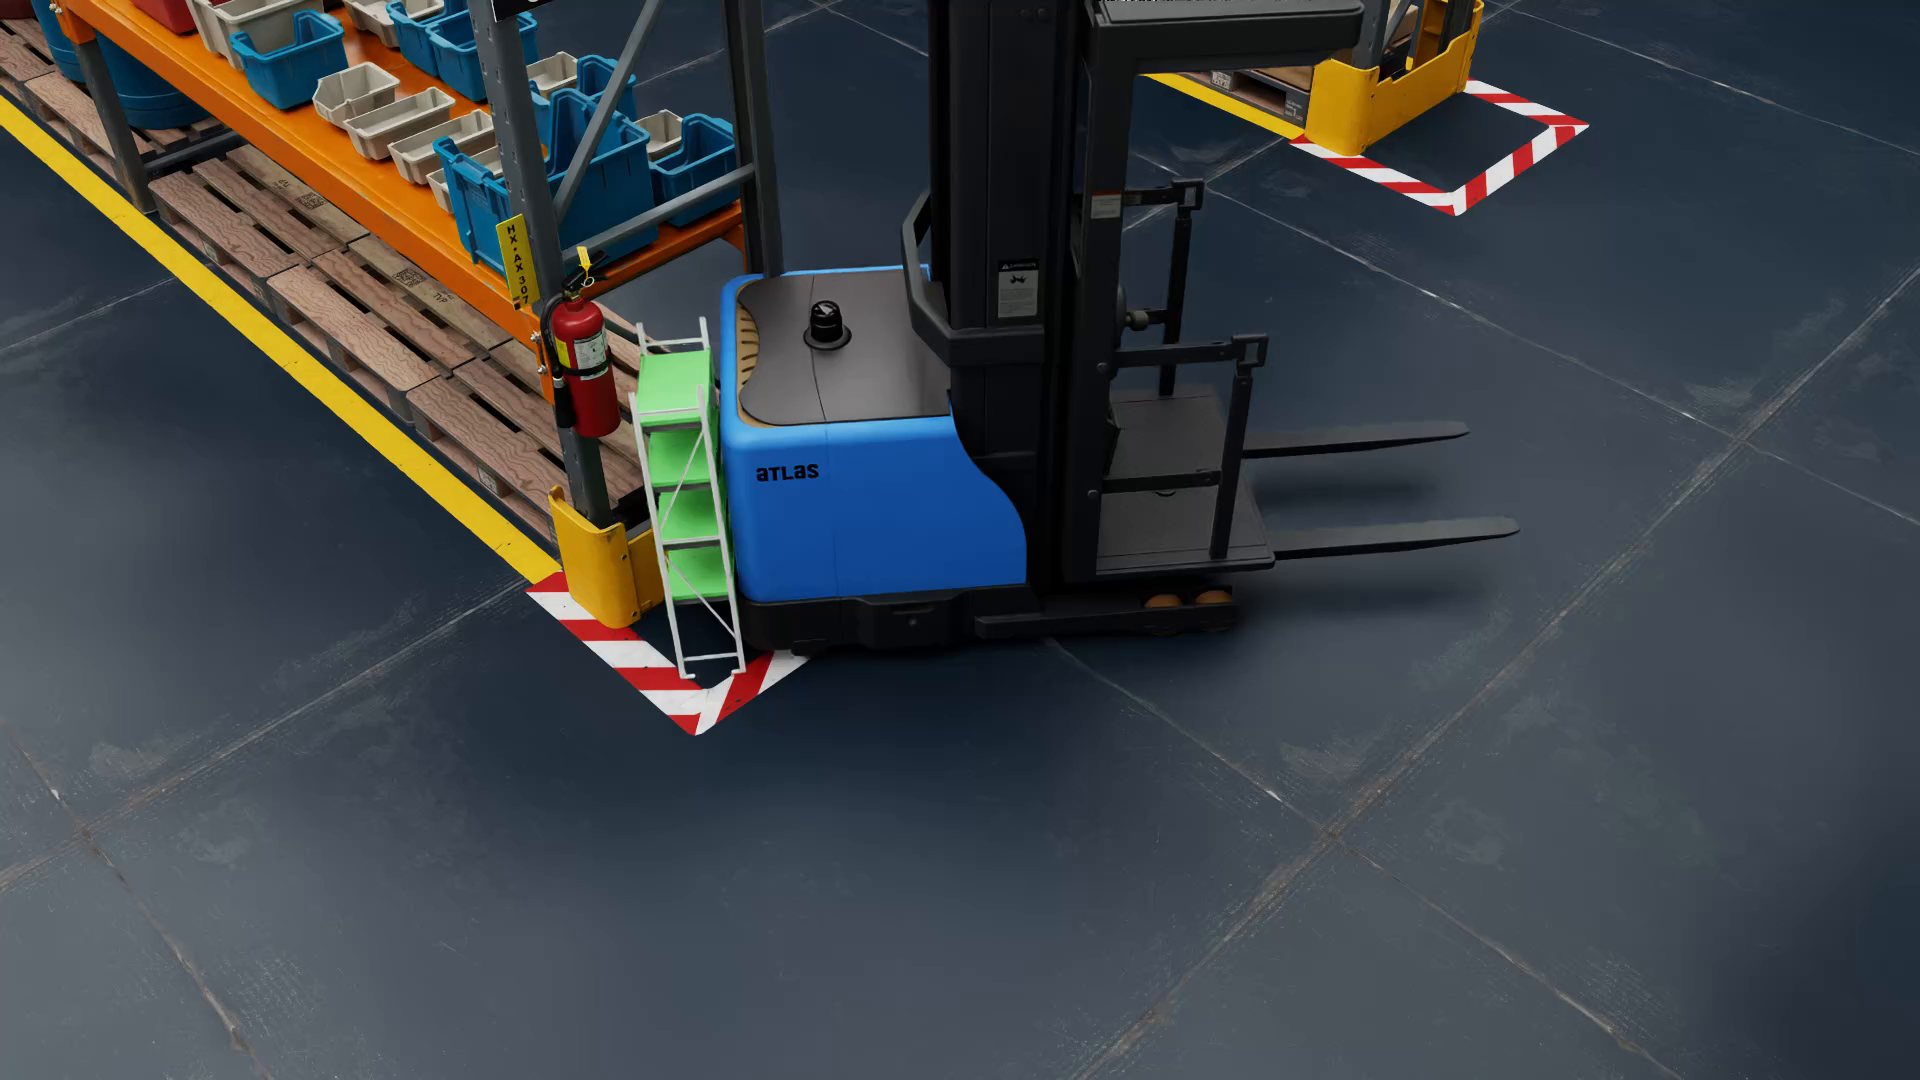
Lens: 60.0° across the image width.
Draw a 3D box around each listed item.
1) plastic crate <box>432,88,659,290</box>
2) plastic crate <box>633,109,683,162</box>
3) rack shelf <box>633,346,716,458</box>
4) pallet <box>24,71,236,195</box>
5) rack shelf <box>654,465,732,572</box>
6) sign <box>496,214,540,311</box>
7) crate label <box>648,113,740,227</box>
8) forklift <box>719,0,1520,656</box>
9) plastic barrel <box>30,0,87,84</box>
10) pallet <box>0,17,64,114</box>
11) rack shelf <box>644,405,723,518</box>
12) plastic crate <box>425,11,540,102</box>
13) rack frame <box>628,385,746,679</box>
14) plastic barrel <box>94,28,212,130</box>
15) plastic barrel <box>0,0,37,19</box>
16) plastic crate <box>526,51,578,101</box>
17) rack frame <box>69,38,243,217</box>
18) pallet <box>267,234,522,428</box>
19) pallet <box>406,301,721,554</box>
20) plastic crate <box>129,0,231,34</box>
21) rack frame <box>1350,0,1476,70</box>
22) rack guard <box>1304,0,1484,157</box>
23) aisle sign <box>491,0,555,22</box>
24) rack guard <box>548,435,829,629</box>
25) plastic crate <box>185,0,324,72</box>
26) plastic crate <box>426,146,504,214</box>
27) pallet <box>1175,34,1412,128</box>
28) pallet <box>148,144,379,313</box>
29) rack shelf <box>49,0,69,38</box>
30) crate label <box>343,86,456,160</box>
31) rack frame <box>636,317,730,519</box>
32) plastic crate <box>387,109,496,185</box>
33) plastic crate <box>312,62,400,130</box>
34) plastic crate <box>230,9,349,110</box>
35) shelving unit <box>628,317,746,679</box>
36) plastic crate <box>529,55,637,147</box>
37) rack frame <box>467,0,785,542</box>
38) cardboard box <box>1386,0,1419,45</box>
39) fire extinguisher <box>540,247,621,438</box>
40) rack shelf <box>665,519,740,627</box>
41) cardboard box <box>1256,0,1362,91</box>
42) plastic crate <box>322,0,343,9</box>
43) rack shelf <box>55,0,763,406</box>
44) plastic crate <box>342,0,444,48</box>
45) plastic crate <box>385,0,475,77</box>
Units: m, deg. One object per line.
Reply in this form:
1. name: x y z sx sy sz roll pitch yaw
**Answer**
1. plastic crate: -1.422 -1.216 5.785 0.616 0.435 0.499 -34 53 -31
2. plastic crate: -1.162 -1.505 6.318 0.250 0.136 0.298 -34 53 -31
3. rack shelf: -0.975 -0.477 5.710 0.258 0.148 0.480 -6 35 -4
4. pallet: -4.393 -2.398 9.190 1.003 0.211 1.213 -34 53 -31
5. rack shelf: -0.954 -0.084 5.986 0.258 0.148 0.480 -6 35 -4
6. sign: -1.431 -0.898 5.391 0.100 0.325 0.005 -34 53 -31
7. crate label: -0.994 -1.346 6.076 0.416 0.233 0.303 -34 53 -31
8. forklift: 0.639 -1.066 5.744 3.031 2.935 1.130 -4 43 -4
9. plastic barrel: -4.750 -3.025 9.050 0.600 0.901 0.708 -34 53 -31
10. pallet: -5.259 -2.984 9.824 1.003 0.211 1.213 -34 53 -31
11. rack shelf: -0.964 -0.280 5.848 0.258 0.148 0.480 -6 35 -4
12. plastic crate: -1.924 -1.979 6.761 0.416 0.233 0.300 -34 53 -31
13. rack frame: -0.930 0.002 5.750 0.240 1.200 0.015 -6 35 -4
14. plastic barrel: -4.250 -2.685 8.682 0.600 0.901 0.708 -34 53 -31
15. plastic barrel: -5.548 -3.453 9.744 0.600 0.588 0.708 -34 53 -31
16. plastic crate: -1.641 -1.831 6.671 0.250 0.136 0.298 -34 53 -31
17. rack frame: -3.878 -3.032 7.820 1.000 3.000 0.127 -34 53 -31
18. pallet: -2.465 -1.086 7.770 1.003 0.211 1.213 -34 53 -31
19. pallet: -1.608 -0.500 7.136 1.003 0.211 1.213 -34 53 -31
20. plastic crate: -3.425 -2.528 7.184 0.402 0.464 0.583 -34 53 -31
21. rack frame: 2.457 -3.482 8.308 1.000 3.000 0.127 -34 53 -31
22. rack guard: 2.403 -2.600 9.195 1.175 0.500 0.348 -34 53 -31
23. aisle sign: -1.210 -1.889 4.669 0.394 0.787 0.004 -34 53 -31
24. rack guard: -1.027 -0.186 6.583 1.175 0.500 0.348 -34 53 -31
25. plastic crate: -2.930 -2.188 6.951 0.437 0.282 0.530 -34 53 -31
26. plastic crate: -1.757 -1.340 6.140 0.396 0.136 0.243 -34 53 -31
27. pallet: 1.839 -2.877 9.708 1.003 0.211 1.213 -34 53 -31
28. pallet: -3.331 -1.673 8.405 1.003 0.211 1.213 -34 53 -31
29. rack shelf: -5.290 -3.728 9.105 1.077 0.370 4.000 -34 53 -31
30. crate label: -2.166 -1.608 6.430 0.396 0.136 0.243 -34 53 -31
31. rack frame: -0.983 -0.274 6.148 0.240 1.200 0.015 -6 35 -4
32. plastic crate: -1.952 -1.486 6.298 0.396 0.136 0.243 -34 53 -31
33. plastic crate: -2.388 -1.741 6.574 0.298 0.136 0.250 -34 53 -31
34. plastic crate: -2.685 -1.934 6.712 0.416 0.233 0.300 -34 53 -31
35. shelving unit: -0.957 -0.136 5.949 0.258 1.200 0.503 -6 35 -4
36. plastic crate: -1.459 -1.663 6.418 0.416 0.233 0.300 -34 53 -31
37. rack frame: -1.053 -1.109 5.740 1.000 3.000 0.127 -34 53 -31
38. cardboard box: 2.404 -2.962 9.522 0.380 0.149 0.250 -34 53 -31
39. fire extinguisher: -1.268 -0.654 5.579 0.296 0.674 0.183 -34 53 -31
40. rack shelf: -0.943 0.113 6.123 0.258 0.148 0.480 -6 35 -4
41. cardboard box: 1.898 -2.868 9.162 0.500 0.500 0.500 -34 53 -31
42. plastic crate: -2.897 -2.543 7.451 0.437 0.125 0.590 -34 53 -31
43. rack shelf: -2.465 -1.806 7.025 1.077 0.370 4.000 -34 53 -31
44. plastic crate: -2.435 -2.264 7.140 0.293 0.136 0.466 -34 53 -31
45. plastic crate: -2.136 -2.123 6.917 0.416 0.233 0.300 -34 53 -31
